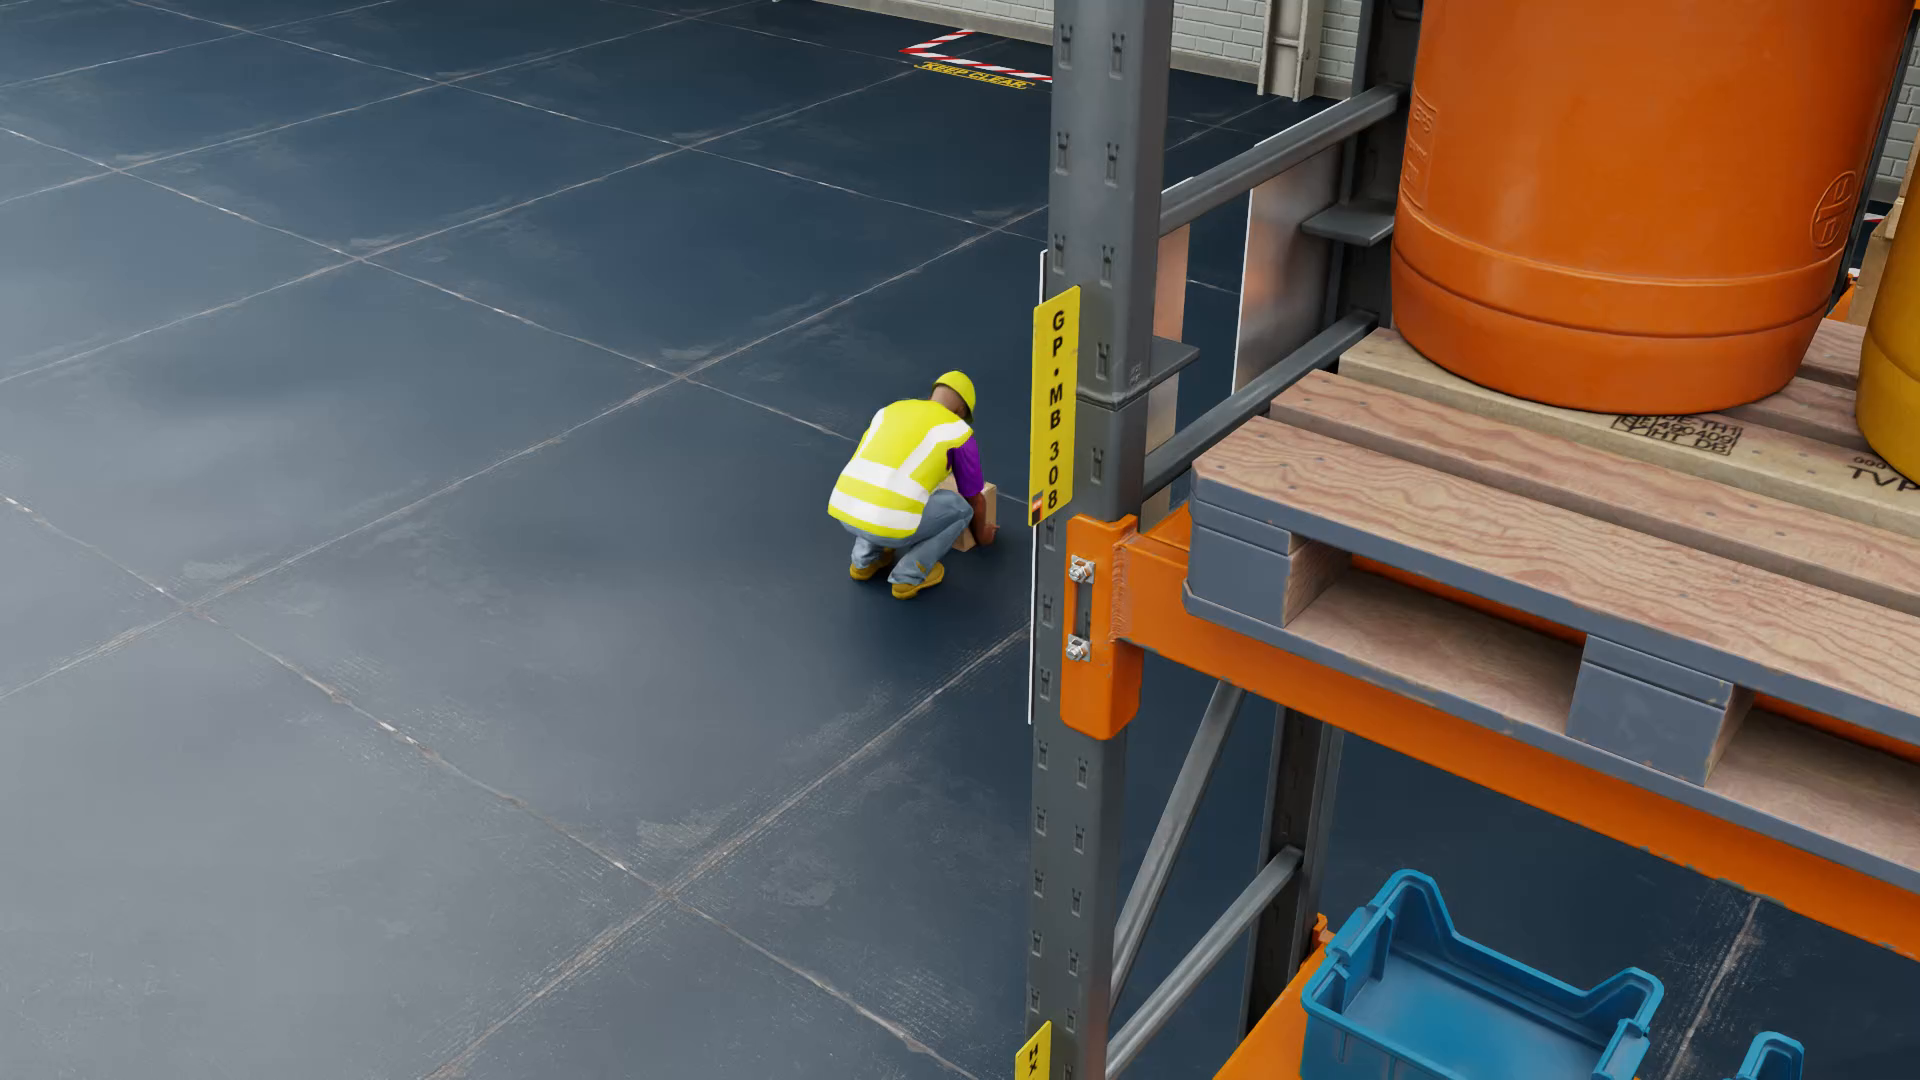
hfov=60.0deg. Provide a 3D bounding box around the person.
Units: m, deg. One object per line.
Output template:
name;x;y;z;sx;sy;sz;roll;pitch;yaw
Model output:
person;-0.214;-0.223;7.504;0.547;0.886;0.925;21;37;31
